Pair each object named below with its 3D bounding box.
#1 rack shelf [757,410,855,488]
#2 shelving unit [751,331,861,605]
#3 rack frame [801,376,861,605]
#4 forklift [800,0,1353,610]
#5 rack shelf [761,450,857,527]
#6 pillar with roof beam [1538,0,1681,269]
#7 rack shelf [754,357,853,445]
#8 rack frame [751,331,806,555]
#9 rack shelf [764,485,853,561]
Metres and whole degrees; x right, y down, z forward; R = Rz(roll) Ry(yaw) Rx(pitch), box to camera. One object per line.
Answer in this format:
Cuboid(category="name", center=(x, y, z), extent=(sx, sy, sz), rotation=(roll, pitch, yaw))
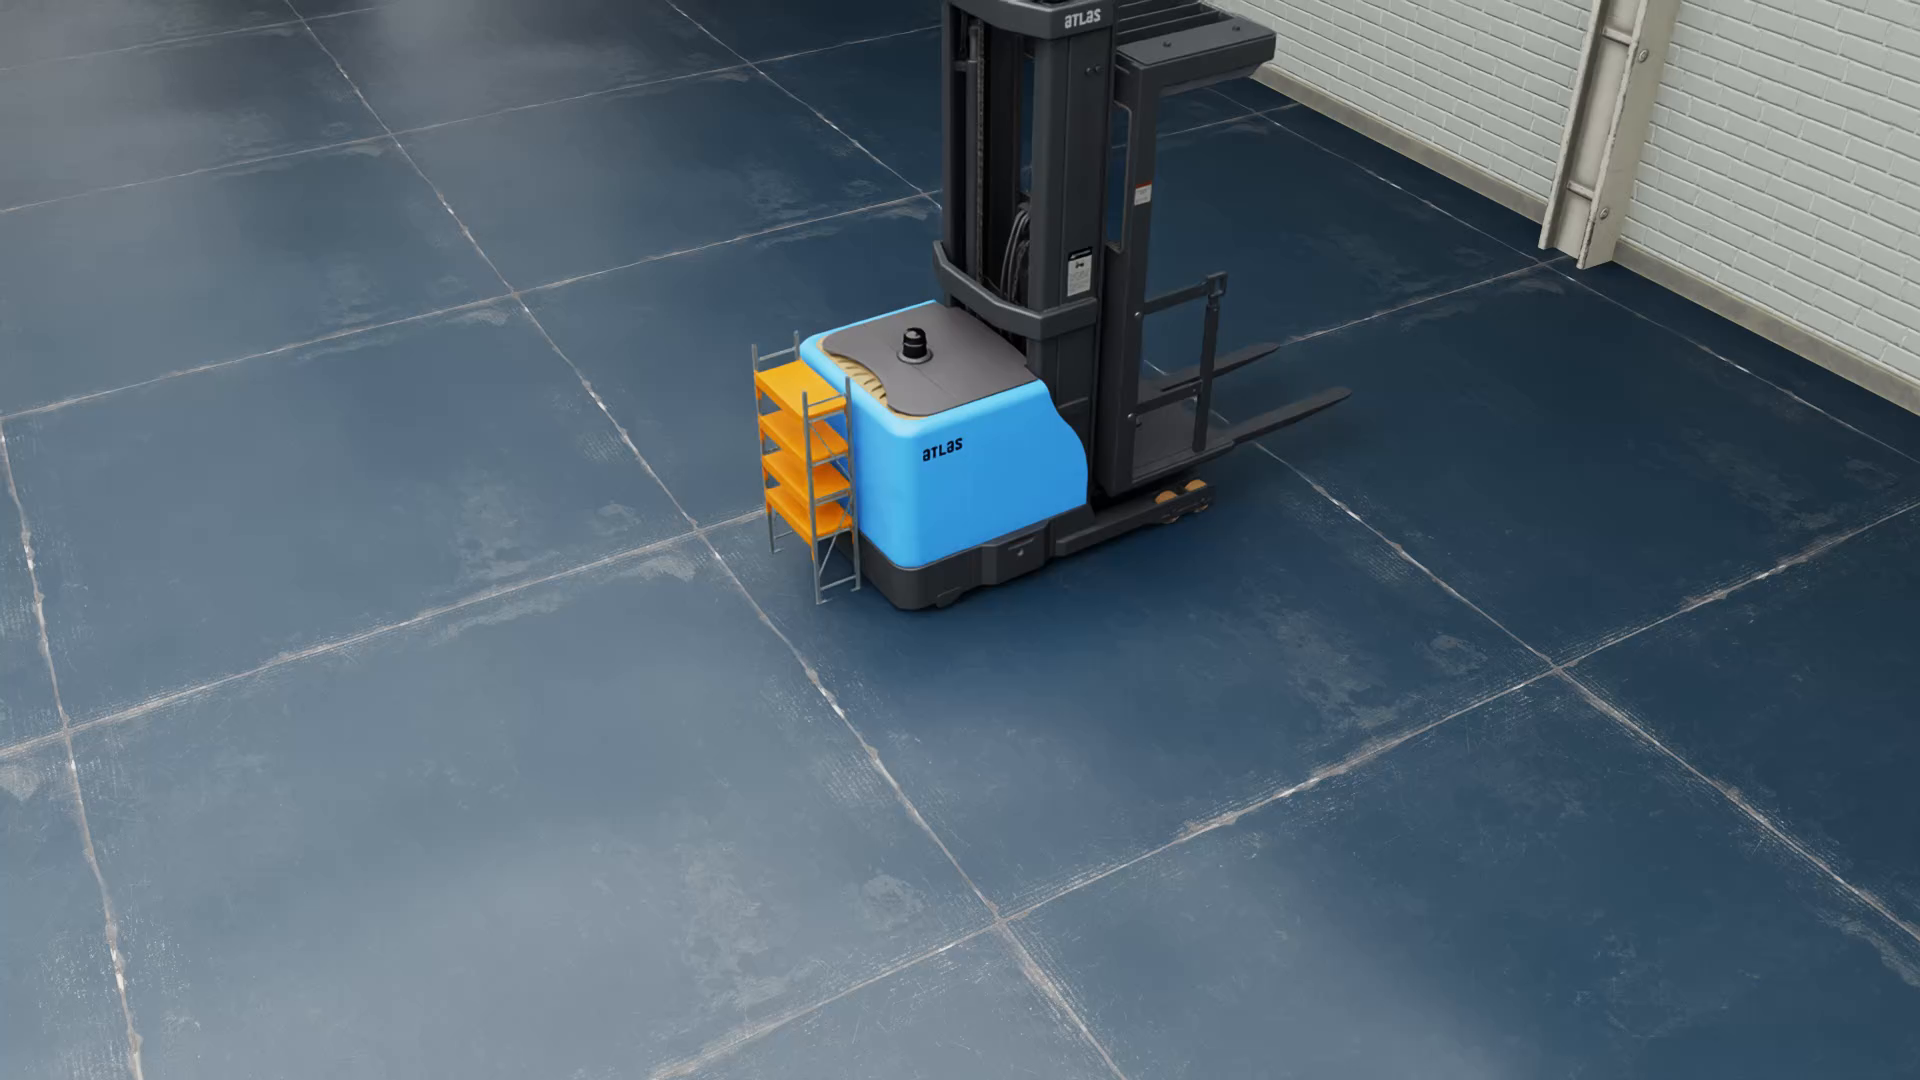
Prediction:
Cuboid(category="rack shelf", center=(-0.725, -0.457, 7.819), extent=(0.258, 0.148, 0.480), rotation=(-21, 41, -26))
Cuboid(category="shelving unit", center=(-0.725, -0.331, 7.912), extent=(0.258, 1.200, 0.503), rotation=(-21, 41, -26))
Cuboid(category="rack frame", center=(-0.593, -0.210, 7.746), extent=(0.240, 1.200, 0.015), rotation=(-21, 41, -26))
Cuboid(category="forklift", center=(0.729, -1.511, 8.061), extent=(3.031, 2.935, 1.130), rotation=(-21, 41, -26))
Cuboid(category="rack shelf", center=(-0.724, -0.277, 7.952), extent=(0.258, 0.148, 0.480), rotation=(-21, 41, -26))
Cuboid(category="pillar with roof beam", center=(0.392, -4.278, 6.705), extent=(9.100, 9.000, 0.400), rotation=(-19, 40, -24))
Cuboid(category="rack shelf", center=(-0.726, -0.648, 7.679), extent=(0.258, 0.148, 0.480), rotation=(-21, 41, -26))
Cuboid(category="rack frame", center=(-0.856, -0.452, 8.078), extent=(0.240, 1.200, 0.015), rotation=(-21, 41, -26))
Cuboid(category="rack shelf", center=(-0.723, -0.117, 8.069), extent=(0.258, 0.148, 0.480), rotation=(-21, 41, -26))
